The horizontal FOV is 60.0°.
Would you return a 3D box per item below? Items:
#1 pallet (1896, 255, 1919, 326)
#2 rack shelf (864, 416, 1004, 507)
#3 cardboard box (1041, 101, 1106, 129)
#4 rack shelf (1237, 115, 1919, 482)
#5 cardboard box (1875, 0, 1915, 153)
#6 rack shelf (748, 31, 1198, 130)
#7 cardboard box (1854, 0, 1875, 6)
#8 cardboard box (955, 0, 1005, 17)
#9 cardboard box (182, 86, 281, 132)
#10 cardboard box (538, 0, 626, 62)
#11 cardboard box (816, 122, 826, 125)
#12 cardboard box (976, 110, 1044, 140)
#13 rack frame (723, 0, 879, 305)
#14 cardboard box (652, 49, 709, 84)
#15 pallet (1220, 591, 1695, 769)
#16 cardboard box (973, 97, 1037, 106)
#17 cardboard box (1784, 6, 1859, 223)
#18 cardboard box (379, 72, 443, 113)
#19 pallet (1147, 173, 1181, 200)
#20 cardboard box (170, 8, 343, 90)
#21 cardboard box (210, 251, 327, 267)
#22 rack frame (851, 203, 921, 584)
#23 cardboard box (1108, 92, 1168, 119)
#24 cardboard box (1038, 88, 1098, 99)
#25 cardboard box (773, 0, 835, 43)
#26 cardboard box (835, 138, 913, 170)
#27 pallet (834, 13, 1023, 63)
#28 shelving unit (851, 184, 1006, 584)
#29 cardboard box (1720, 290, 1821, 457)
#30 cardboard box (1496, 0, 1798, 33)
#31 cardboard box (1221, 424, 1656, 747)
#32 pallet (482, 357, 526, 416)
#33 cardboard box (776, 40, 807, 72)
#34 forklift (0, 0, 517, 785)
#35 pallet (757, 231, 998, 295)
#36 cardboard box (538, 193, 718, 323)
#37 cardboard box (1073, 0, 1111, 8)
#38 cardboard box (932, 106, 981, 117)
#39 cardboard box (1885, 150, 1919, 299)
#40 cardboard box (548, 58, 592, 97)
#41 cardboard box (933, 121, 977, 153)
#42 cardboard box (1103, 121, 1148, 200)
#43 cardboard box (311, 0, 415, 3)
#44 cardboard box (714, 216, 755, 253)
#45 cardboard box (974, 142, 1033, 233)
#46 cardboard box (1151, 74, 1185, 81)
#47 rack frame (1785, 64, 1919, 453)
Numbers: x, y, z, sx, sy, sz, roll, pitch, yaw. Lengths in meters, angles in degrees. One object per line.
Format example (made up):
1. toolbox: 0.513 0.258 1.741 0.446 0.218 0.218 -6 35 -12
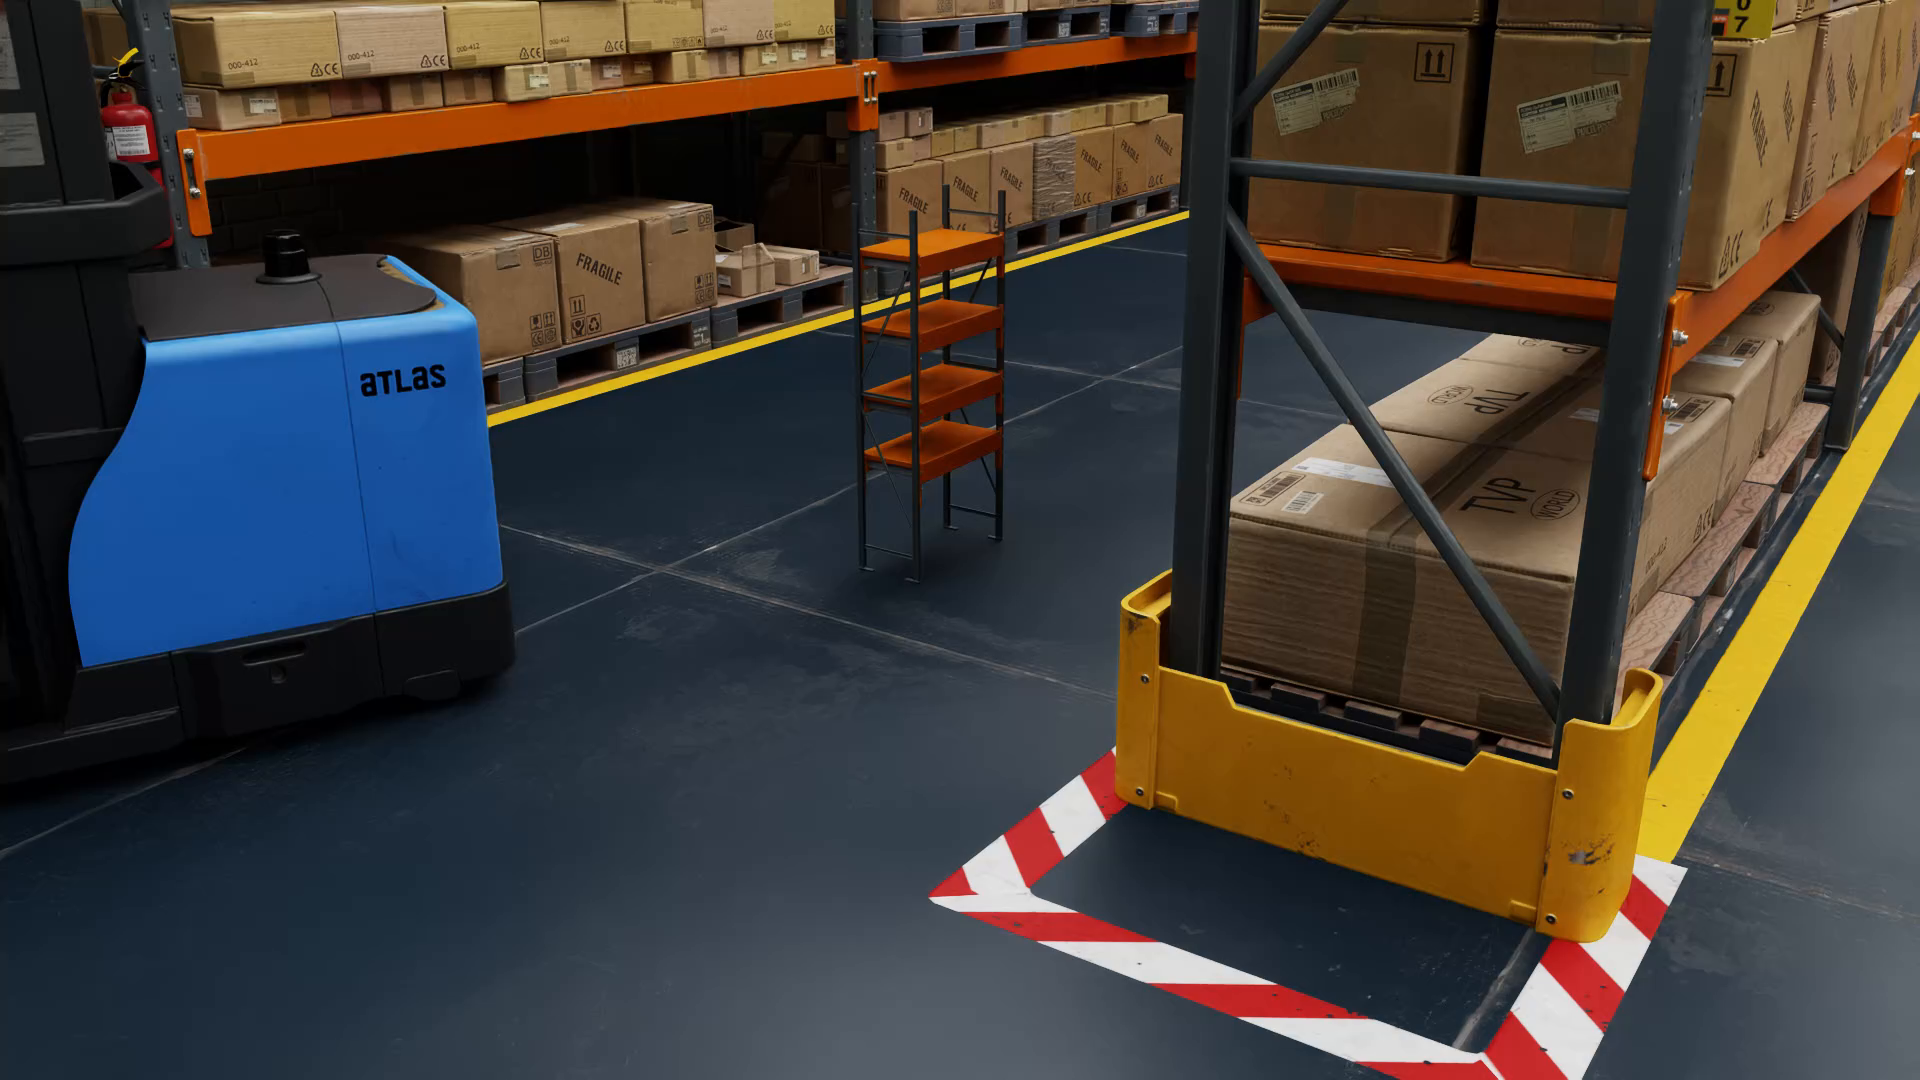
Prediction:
1. pallet: 4.940 -1.499 9.514 1.003 0.211 1.213 13 24 32
2. rack shelf: -0.093 -0.266 5.521 0.258 0.148 0.480 13 24 32
3. cardboard box: 0.771 -2.905 11.358 0.380 0.149 0.250 14 25 33
4. rack shelf: 2.072 -0.960 5.073 1.077 0.370 4.000 13 24 32
5. cardboard box: 2.863 -1.586 5.586 0.500 0.500 0.500 13 24 31
6. rack shelf: 0.214 -3.075 10.790 1.077 0.370 4.000 13 24 32
7. cardboard box: 2.301 -1.764 4.624 0.500 0.500 0.500 13 24 32
8. cardboard box: -0.163 -3.326 9.683 0.700 0.500 0.500 14 24 32
9. cardboard box: -2.747 -1.613 6.165 0.380 0.149 0.250 13 24 31
10. cardboard box: -1.846 -2.279 7.390 0.500 0.250 0.500 13 24 30
11. cardboard box: -0.669 -2.477 10.200 0.380 0.149 0.250 14 24 32
12. cardboard box: 0.321 -2.688 10.771 0.380 0.149 0.250 13 24 32
13. rack frame: -0.911 -2.838 9.114 1.000 3.000 0.127 13 24 32
14. cardboard box: -1.426 -2.273 7.947 0.380 0.149 0.250 13 24 31
15. pallet: 1.333 0.340 4.542 1.003 0.211 1.213 13 24 32
16. cardboard box: 0.312 -3.008 11.636 0.380 0.149 0.250 12 23 29
17. cardboard box: 2.017 -1.145 4.393 0.500 0.500 0.500 13 24 32
18. cardboard box: -2.331 -1.838 6.773 0.380 0.149 0.250 14 25 33
19. pallet: 1.833 -2.907 13.318 1.003 0.211 1.213 13 24 32
20. cardboard box: -2.681 -1.837 6.196 0.500 0.250 0.500 13 24 32
21. cardboard box: -2.737 -0.874 6.796 0.797 0.503 0.637 12 24 30
22. rack frame: -0.230 -0.445 5.239 0.240 1.200 0.015 13 24 32
23. cardboard box: 1.270 -3.124 11.948 0.380 0.149 0.250 12 23 29
24. cardboard box: 0.787 -3.226 12.225 0.380 0.149 0.250 15 25 35
25. cardboard box: -0.995 -2.714 8.565 0.500 0.250 0.500 14 24 33
26. cardboard box: -0.489 -2.218 9.500 0.380 0.149 0.250 15 25 34
27. pallet: -0.371 -2.956 9.710 1.003 0.211 1.213 13 24 32
28. shelving unit: -0.093 -0.515 5.428 0.258 1.200 0.503 13 24 32
29. cardboard box: 2.755 -0.707 6.441 0.875 0.438 0.875 13 24 31
30. cardboard box: 1.453 -1.321 3.428 0.500 0.500 0.500 13 24 31
31. cardboard box: 1.236 0.072 4.333 0.875 0.438 0.875 12 24 30
32. pallet: -2.669 -0.633 7.173 1.003 0.211 1.213 13 24 32
33. cardboard box: -1.009 -2.501 8.564 0.380 0.149 0.250 14 25 33
34. forklift: -2.774 -0.847 3.830 3.031 2.935 1.130 -11 23 -28
35. pallet: -0.485 -1.771 10.249 1.003 0.211 1.213 13 24 32
36. cardboard box: -1.641 -1.408 8.244 0.700 0.500 0.500 12 24 30
37. cardboard box: 0.573 -3.727 10.762 0.797 0.503 0.637 13 24 31
38. cardboard box: -0.083 -2.775 11.006 0.380 0.149 0.250 12 24 30
39. cardboard box: 4.483 -1.782 8.717 0.875 0.875 0.875 14 24 32
40. cardboard box: -1.851 -2.053 7.353 0.380 0.149 0.250 14 24 33
41. cardboard box: -0.120 -2.470 10.181 0.380 0.149 0.250 13 24 31
42. cardboard box: 0.988 -2.706 11.753 0.500 0.500 0.500 13 24 31
43. cardboard box: -2.547 -2.232 7.263 0.500 0.250 0.500 14 25 33
44. cardboard box: -1.477 -1.631 9.120 0.500 0.311 0.500 14 25 34
45. cardboard box: 0.123 -2.255 10.534 0.500 0.500 0.500 12 24 30
46. cardboard box: 2.061 -3.434 13.543 0.875 0.625 0.625 14 25 34
47. rack frame: 3.197 -1.871 6.500 1.000 3.000 0.127 13 24 32
